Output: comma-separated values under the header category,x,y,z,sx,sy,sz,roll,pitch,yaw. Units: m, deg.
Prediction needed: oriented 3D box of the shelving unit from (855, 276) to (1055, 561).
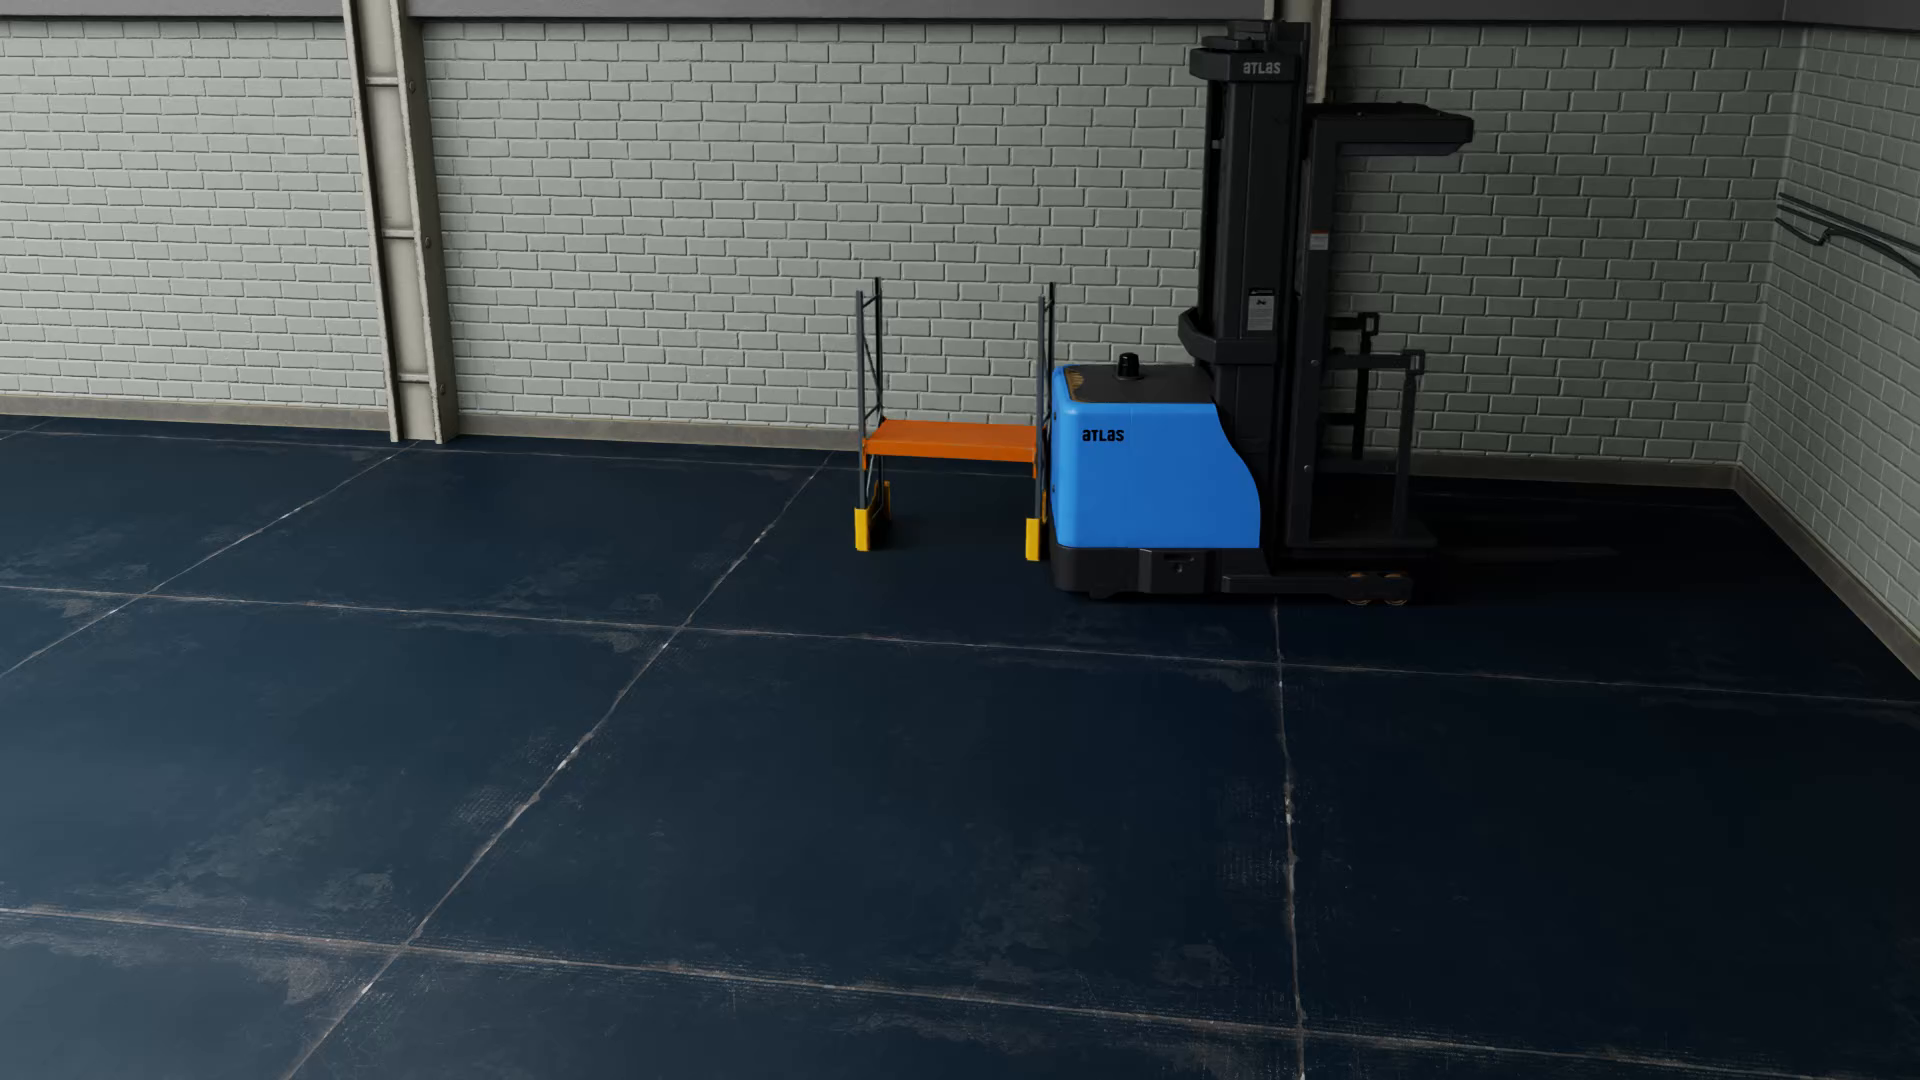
category,x,y,z,sx,sy,sz,roll,pitch,yaw
shelving unit,-0.025,-0.711,9.565,1.083,1.500,0.587,3,19,10

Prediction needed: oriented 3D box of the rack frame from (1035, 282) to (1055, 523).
category,x,y,z,sx,sy,sz,roll,pitch,yaw
rack frame,0.484,-0.682,9.477,0.032,1.500,0.500,3,19,10

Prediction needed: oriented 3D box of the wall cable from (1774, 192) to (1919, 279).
category,x,y,z,sx,sy,sz,roll,pitch,yaw
wall cable,4.764,-2.674,8.507,0.112,2.526,3.097,3,19,9

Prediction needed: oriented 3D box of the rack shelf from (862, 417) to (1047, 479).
category,x,y,z,sx,sy,sz,roll,pitch,yaw
rack shelf,-0.016,-0.540,9.621,1.000,0.185,0.538,3,19,10

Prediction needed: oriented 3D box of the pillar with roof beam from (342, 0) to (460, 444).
category,x,y,z,sx,sy,sz,roll,pitch,yaw
pillar with roof beam,-4.541,-3.663,6.567,0.400,9.000,9.100,3,19,9

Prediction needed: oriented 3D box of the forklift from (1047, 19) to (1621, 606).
category,x,y,z,sx,sy,sz,roll,pitch,yaw
forklift,2.020,-1.214,8.812,3.031,2.935,1.130,0,19,0

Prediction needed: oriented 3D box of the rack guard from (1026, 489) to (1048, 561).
category,x,y,z,sx,sy,sz,roll,pitch,yaw
rack guard,0.465,-0.090,9.679,0.087,0.250,0.587,3,19,10

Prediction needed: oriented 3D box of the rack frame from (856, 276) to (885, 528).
category,x,y,z,sx,sy,sz,roll,pitch,yaw
rack frame,-0.516,-0.740,9.651,0.032,1.500,0.500,3,19,10

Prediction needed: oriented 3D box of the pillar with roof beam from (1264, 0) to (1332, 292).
category,x,y,z,sx,sy,sz,roll,pitch,yaw
pillar with roof beam,1.383,-3.361,5.665,0.400,9.000,9.100,3,19,9

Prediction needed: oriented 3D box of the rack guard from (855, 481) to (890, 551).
category,x,y,z,sx,sy,sz,roll,pitch,yaw
rack guard,-0.515,-0.147,9.849,0.087,0.250,0.587,3,19,10
